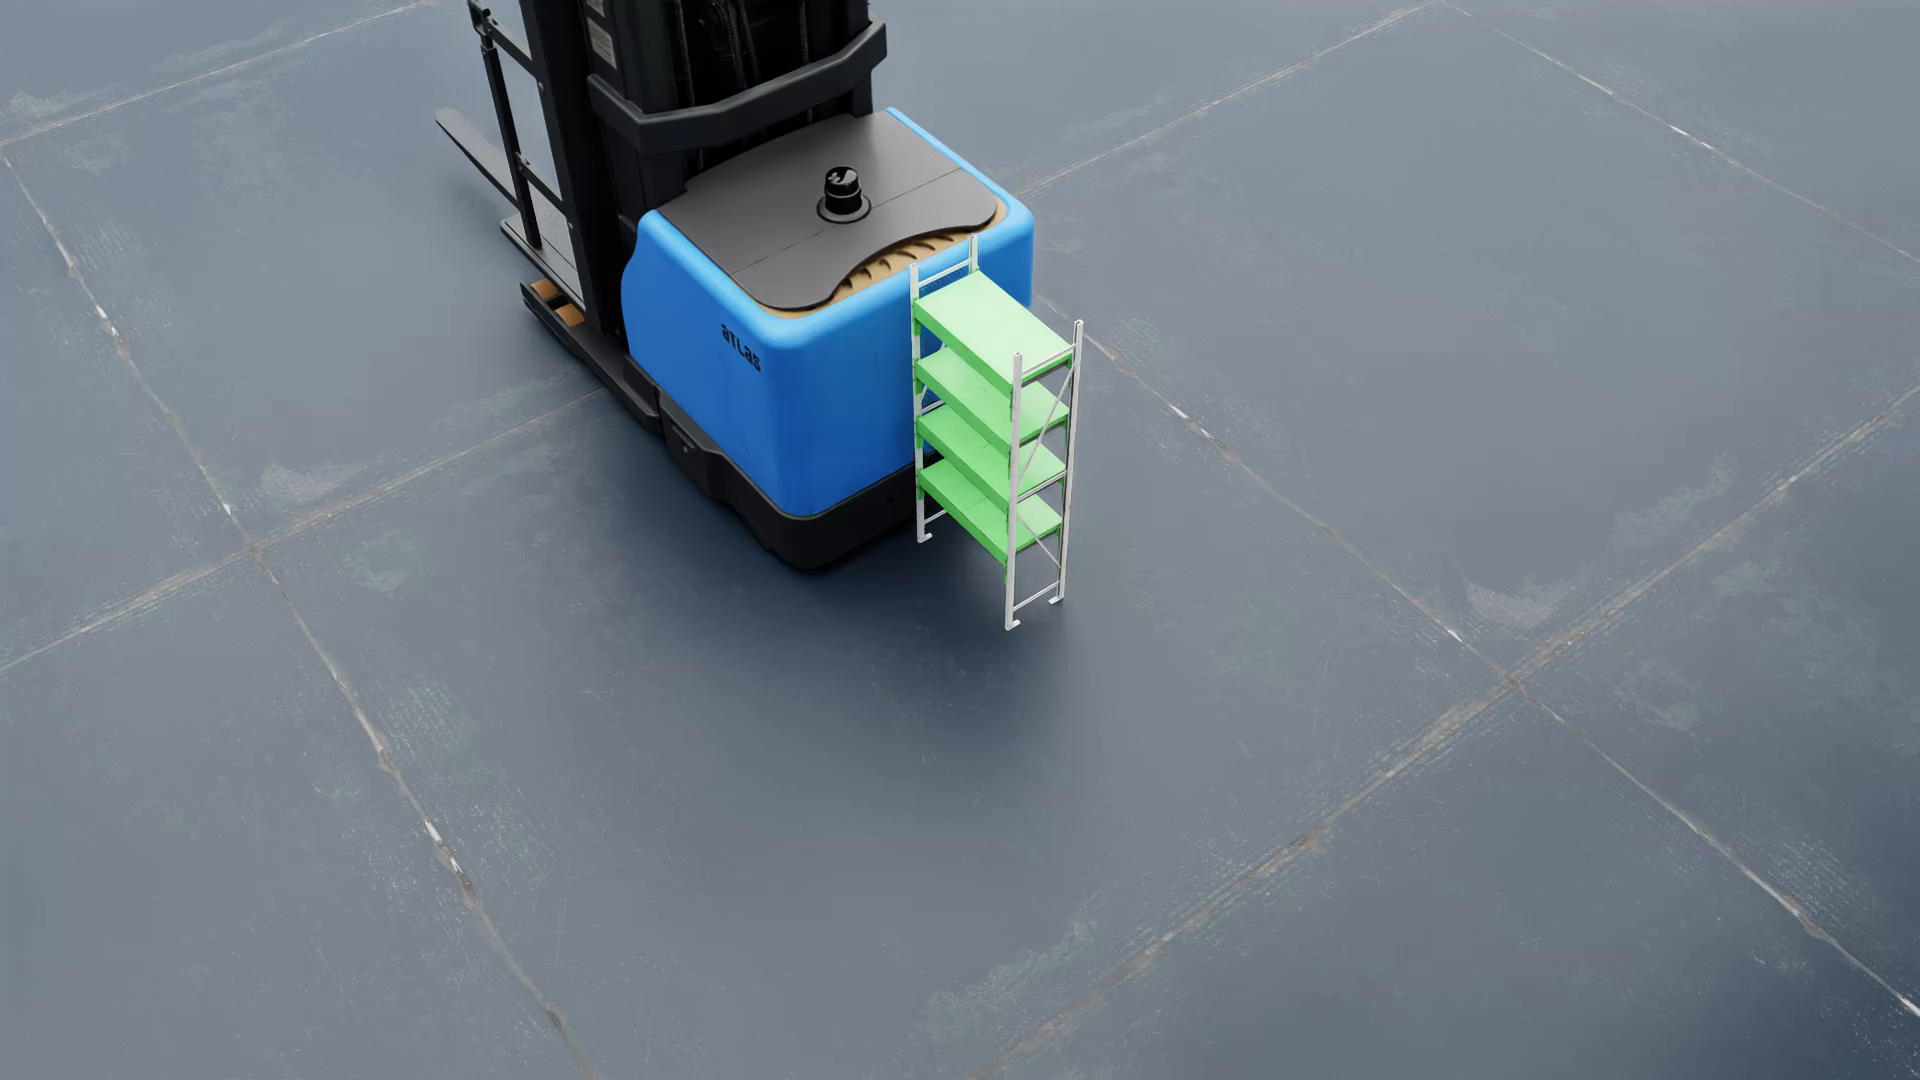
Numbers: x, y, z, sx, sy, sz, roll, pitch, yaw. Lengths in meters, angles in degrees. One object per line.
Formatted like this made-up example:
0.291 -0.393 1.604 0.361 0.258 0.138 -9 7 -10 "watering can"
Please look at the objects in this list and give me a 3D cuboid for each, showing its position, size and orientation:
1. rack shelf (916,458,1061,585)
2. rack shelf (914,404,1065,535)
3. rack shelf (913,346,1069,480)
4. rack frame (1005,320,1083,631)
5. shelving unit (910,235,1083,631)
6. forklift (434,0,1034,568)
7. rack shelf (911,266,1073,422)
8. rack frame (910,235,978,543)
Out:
0.100 -0.101 5.442 0.258 0.148 0.480 -29 54 -24 "rack shelf"
0.100 -0.262 5.264 0.258 0.148 0.480 -29 54 -24 "rack shelf"
0.100 -0.424 5.087 0.258 0.148 0.480 -29 54 -24 "rack shelf"
0.248 -0.162 5.087 0.240 1.200 0.015 -29 54 -24 "rack frame"
0.100 -0.305 5.217 0.258 1.200 0.503 -29 54 -24 "shelving unit"
-1.052 -1.932 5.523 1.130 2.935 3.031 -30 54 -24 "forklift"
0.100 -0.585 4.909 0.258 0.148 0.480 -29 54 -24 "rack shelf"
-0.048 -0.449 5.347 0.240 1.200 0.015 -29 54 -24 "rack frame"
